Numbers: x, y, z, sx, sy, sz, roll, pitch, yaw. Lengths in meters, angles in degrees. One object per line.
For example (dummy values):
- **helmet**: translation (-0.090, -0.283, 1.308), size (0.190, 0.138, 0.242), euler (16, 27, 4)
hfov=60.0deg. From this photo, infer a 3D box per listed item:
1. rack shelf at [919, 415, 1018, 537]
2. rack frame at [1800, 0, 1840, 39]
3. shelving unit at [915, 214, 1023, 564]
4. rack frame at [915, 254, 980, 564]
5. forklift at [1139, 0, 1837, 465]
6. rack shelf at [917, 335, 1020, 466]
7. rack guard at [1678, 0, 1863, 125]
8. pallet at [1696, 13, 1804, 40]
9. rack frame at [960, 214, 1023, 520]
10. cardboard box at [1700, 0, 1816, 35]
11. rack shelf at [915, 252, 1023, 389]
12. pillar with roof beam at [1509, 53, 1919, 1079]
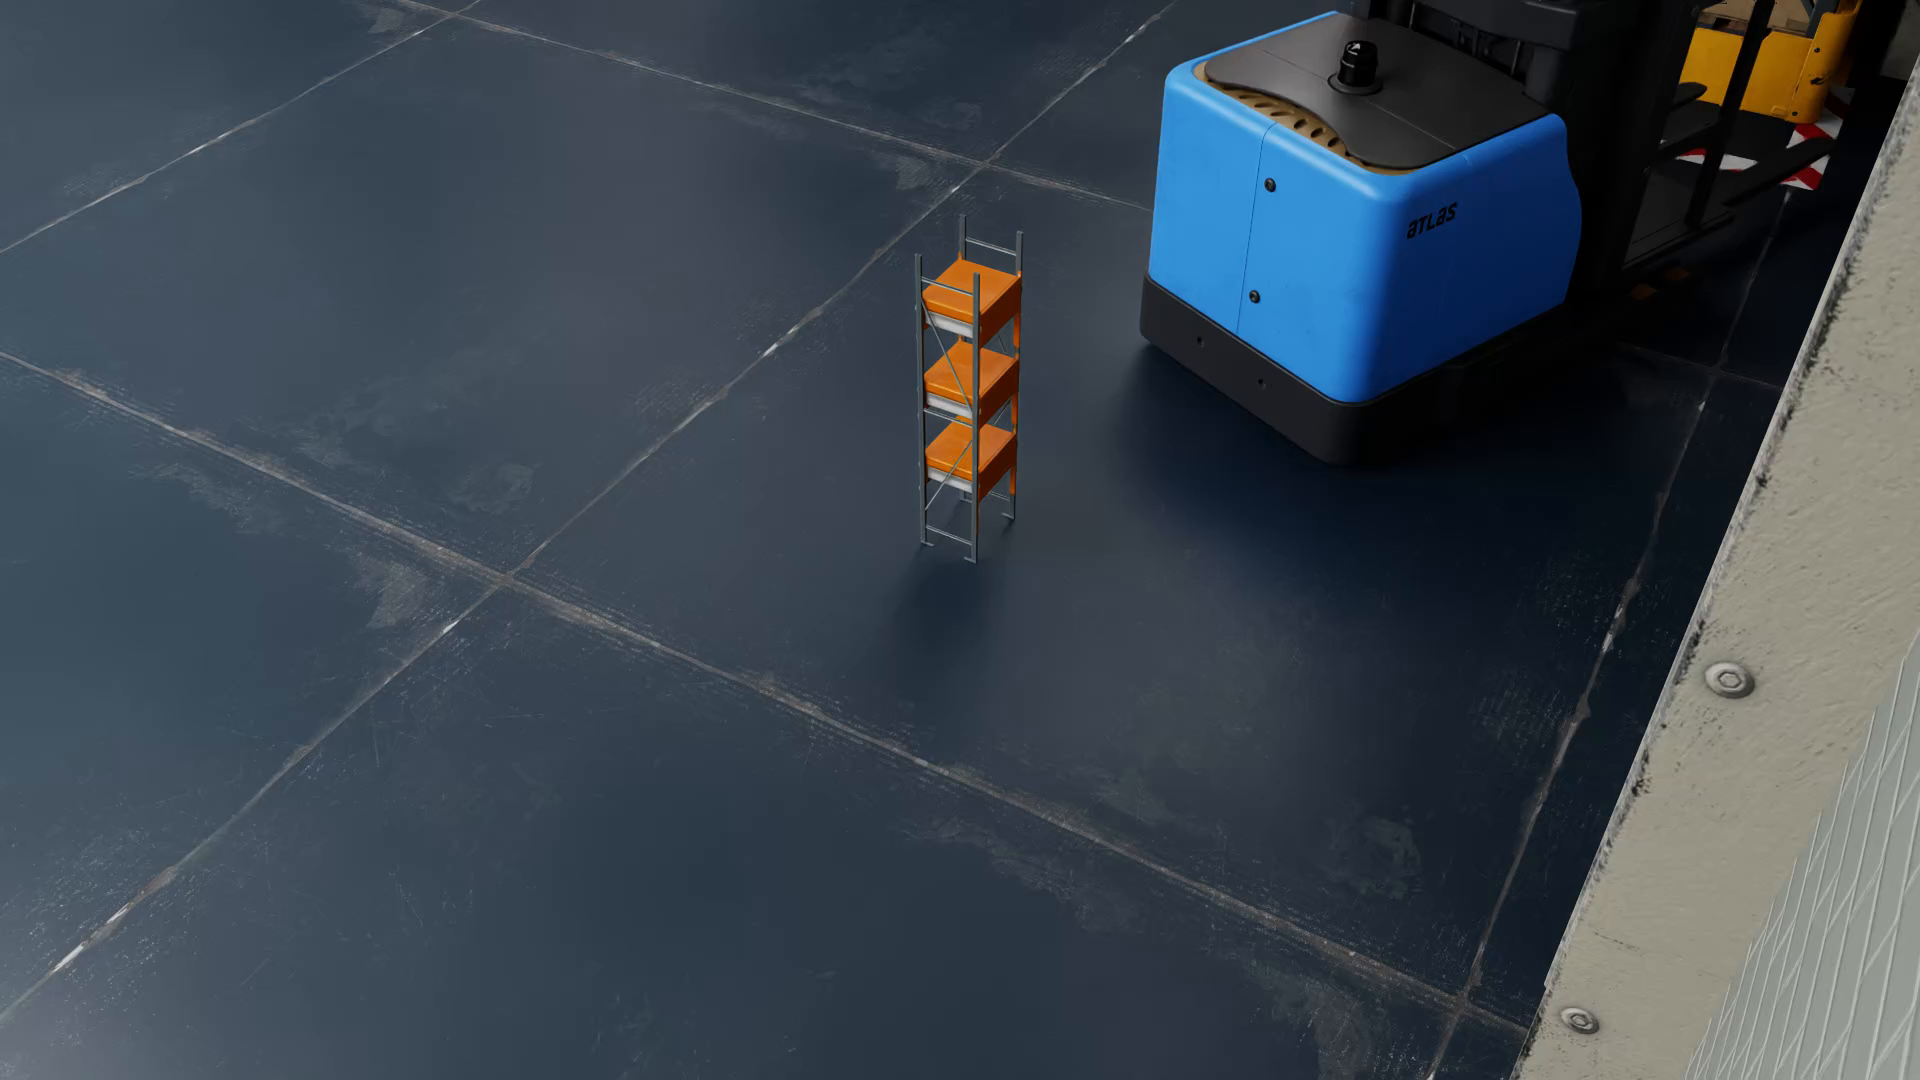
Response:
- **rack shelf**: translation (0.027, -0.208, 5.128), size (0.215, 0.259, 0.240), euler (21, 45, 22)
- **rack frame**: translation (3.348, -3.246, 6.666), size (1.000, 3.000, 0.127), euler (21, 45, 22)
- **shelving unit**: translation (0.027, -0.425, 4.938), size (0.215, 1.050, 0.252), euler (21, 45, 22)
- **rack frame**: translation (-0.034, -0.355, 4.859), size (0.200, 1.050, 0.008), euler (21, 45, 22)
- **forklift**: translation (2.138, -2.132, 5.453), size (3.031, 2.935, 1.130), euler (-26, 47, -26)
- **rack shelf**: translation (0.027, -0.417, 4.945), size (0.215, 0.259, 0.240), euler (21, 45, 22)
- **rack guard**: translation (3.336, -2.294, 7.477), size (1.175, 0.500, 0.348), euler (21, 45, 22)
- **pallet**: translation (3.694, -2.651, 8.101), size (1.003, 0.211, 1.213), euler (21, 45, 22)
- **rack frame**: translation (0.088, -0.494, 5.017), size (0.200, 1.050, 0.008), euler (21, 45, 22)
- **cardboard box**: translation (3.763, -2.588, 7.682), size (0.500, 0.250, 0.500), euler (21, 46, 22)
- **rack shelf**: translation (0.027, -0.630, 4.757), size (0.215, 0.259, 0.240), euler (21, 45, 22)
- **pillar with roof beam**: translation (-2.253, -3.588, 2.516), size (9.100, 9.000, 0.400), euler (21, 45, 22)
